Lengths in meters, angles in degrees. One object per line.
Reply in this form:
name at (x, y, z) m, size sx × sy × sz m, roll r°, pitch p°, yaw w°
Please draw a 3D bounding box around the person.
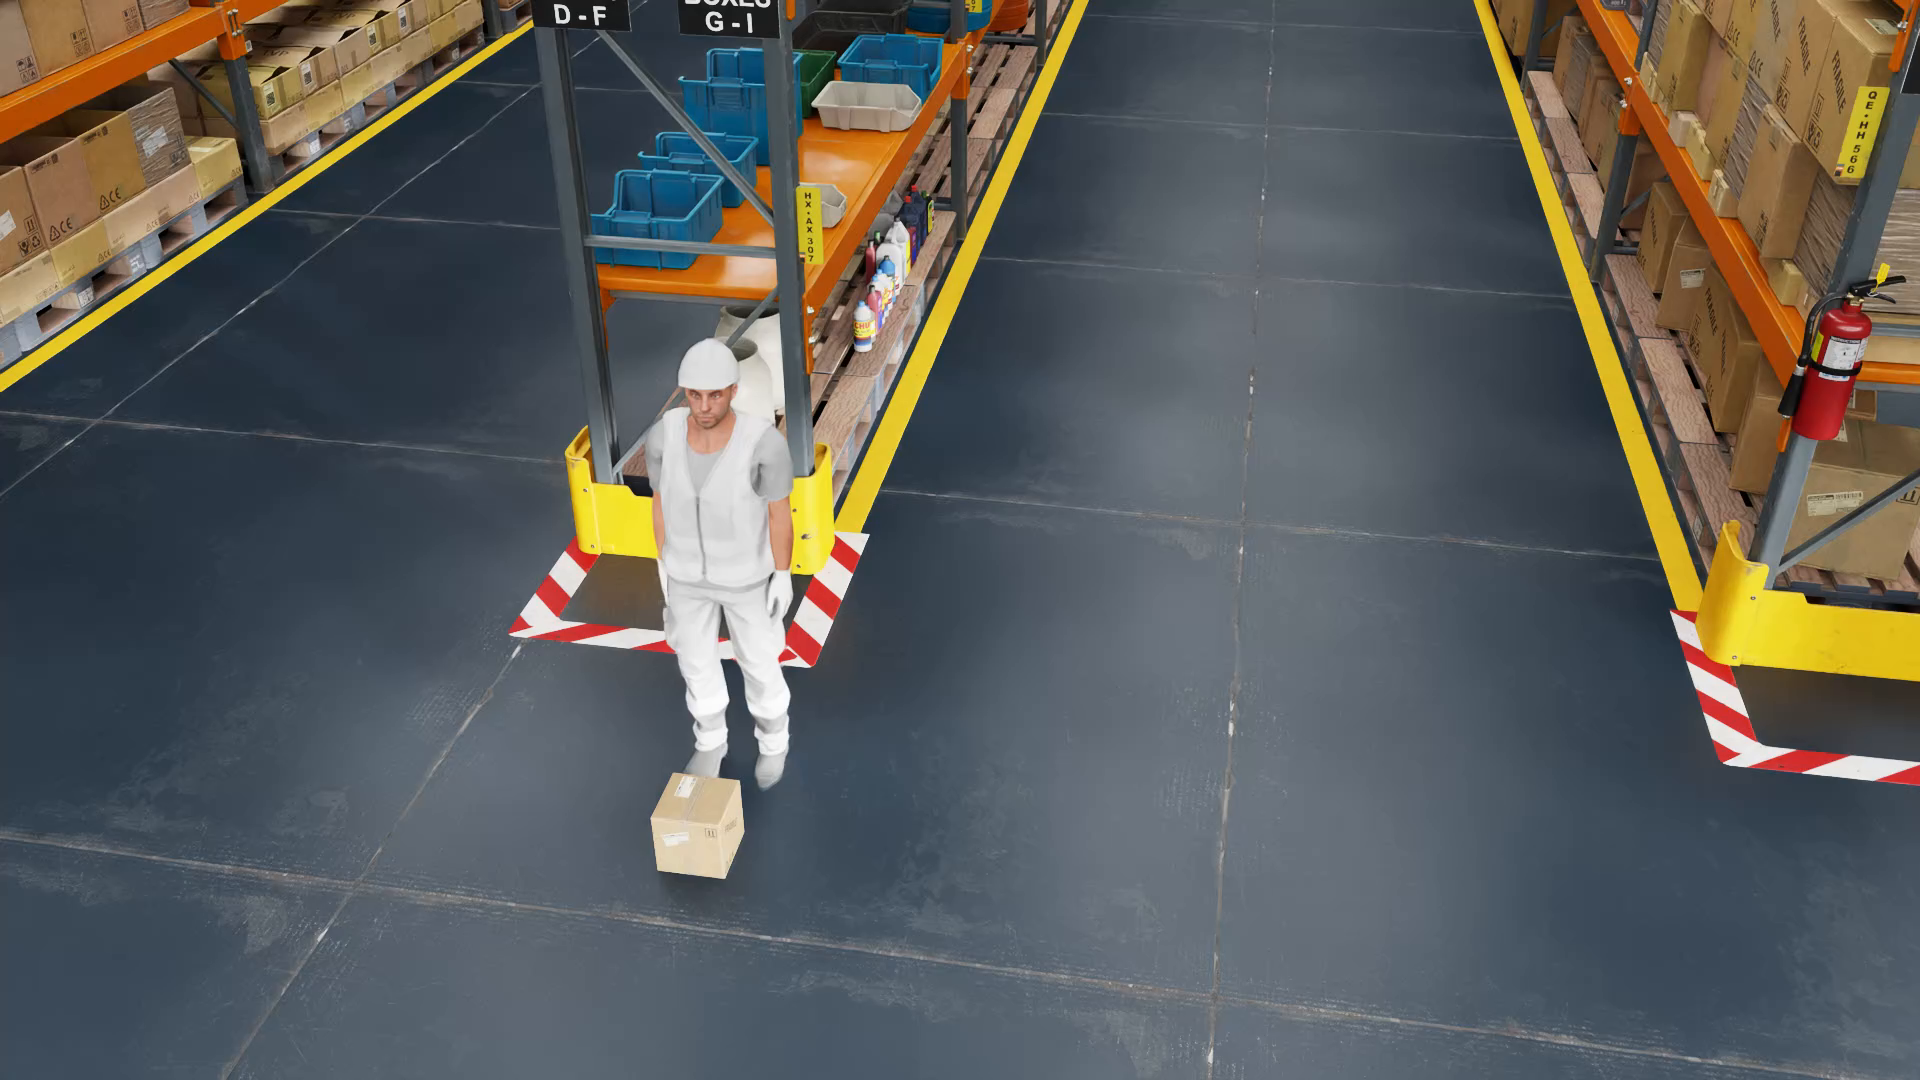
person at (-0.844, 0.136, 5.935) m, size 0.524 × 1.825 × 0.349 m, roll 6°, pitch 33°, yaw 9°
